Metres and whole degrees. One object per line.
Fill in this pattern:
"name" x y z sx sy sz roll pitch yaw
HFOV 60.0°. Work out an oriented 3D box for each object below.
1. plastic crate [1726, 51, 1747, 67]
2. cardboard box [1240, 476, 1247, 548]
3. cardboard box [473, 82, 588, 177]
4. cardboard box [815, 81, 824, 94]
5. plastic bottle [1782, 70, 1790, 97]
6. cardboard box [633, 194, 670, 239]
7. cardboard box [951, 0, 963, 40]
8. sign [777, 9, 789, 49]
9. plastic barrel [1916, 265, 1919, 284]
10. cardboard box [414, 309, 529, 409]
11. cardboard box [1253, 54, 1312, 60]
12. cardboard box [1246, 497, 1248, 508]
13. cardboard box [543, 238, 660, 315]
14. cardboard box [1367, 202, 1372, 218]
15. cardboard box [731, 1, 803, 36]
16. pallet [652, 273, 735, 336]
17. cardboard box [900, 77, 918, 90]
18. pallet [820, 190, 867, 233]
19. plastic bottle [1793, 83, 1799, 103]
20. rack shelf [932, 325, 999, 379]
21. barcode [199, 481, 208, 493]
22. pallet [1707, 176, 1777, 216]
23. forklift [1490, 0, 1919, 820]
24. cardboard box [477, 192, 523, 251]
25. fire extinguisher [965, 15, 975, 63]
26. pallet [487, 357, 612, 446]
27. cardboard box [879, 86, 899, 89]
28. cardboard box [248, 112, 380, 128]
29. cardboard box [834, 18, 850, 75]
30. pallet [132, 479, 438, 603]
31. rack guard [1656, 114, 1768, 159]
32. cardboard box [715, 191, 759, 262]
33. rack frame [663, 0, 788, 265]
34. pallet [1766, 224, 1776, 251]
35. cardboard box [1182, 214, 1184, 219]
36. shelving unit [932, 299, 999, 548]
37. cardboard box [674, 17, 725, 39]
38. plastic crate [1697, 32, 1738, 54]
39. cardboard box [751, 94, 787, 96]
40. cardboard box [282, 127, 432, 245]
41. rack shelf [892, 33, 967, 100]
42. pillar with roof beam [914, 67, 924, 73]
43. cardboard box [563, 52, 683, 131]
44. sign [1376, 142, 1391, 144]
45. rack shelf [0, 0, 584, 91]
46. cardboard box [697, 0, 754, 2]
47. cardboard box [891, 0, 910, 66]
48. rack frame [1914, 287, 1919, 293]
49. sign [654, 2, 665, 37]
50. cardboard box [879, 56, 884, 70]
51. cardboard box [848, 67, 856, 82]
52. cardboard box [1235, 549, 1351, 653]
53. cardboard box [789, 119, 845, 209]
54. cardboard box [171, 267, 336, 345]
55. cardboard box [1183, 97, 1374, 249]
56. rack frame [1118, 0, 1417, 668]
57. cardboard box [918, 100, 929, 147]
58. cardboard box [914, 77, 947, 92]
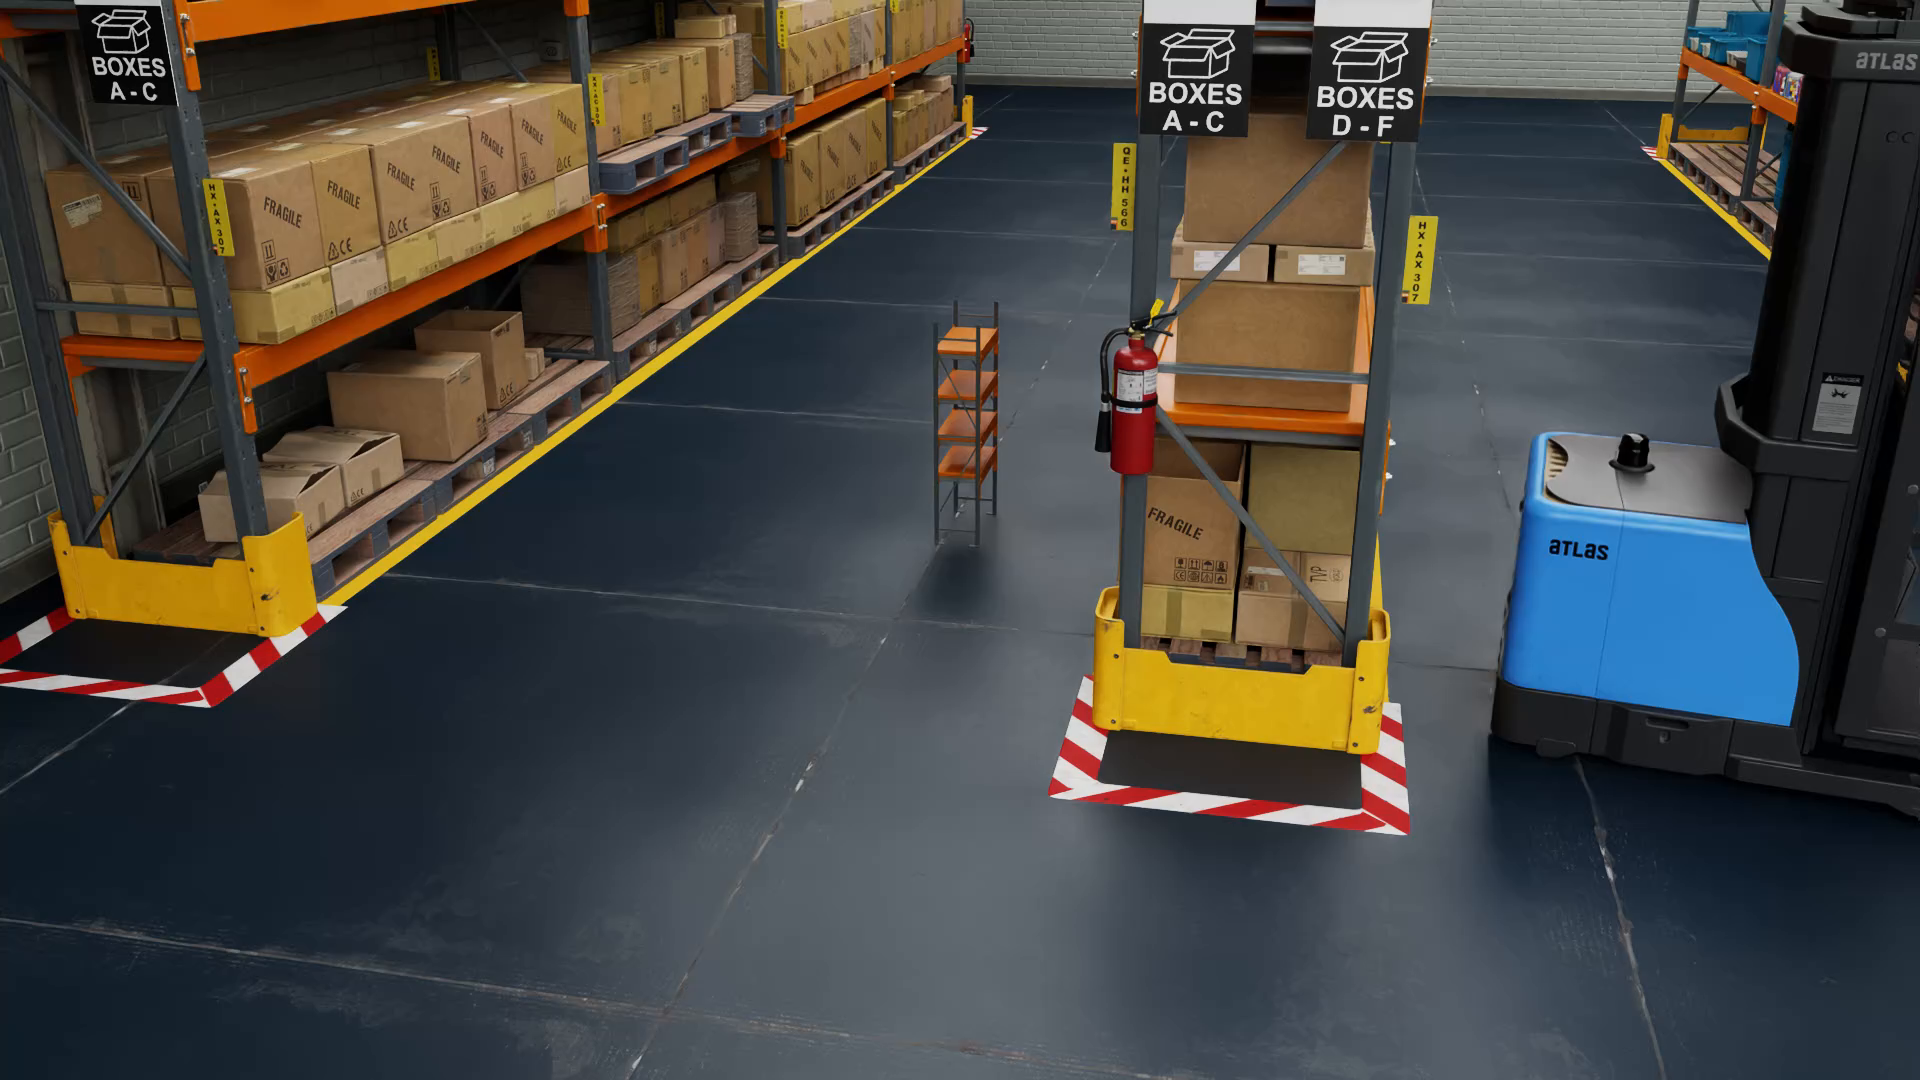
"plastic crate" 8.511 -5.213 18.055 0.293 0.136 0.466 4 22 11
"cardboard box" 1.164 -0.143 8.312 0.500 0.250 0.500 4 22 11
"cardboard box" -2.674 -2.568 10.386 0.500 0.500 0.500 4 22 11
"cardboard box" -1.535 -4.408 16.094 0.380 0.149 0.250 5 22 12
"plastic bottle" 7.905 -4.359 15.833 0.097 0.271 0.097 0 22 0
"cardboard box" -2.558 -2.492 12.779 0.500 0.250 0.500 4 22 9
"cardboard box" -0.526 -6.818 21.365 0.980 0.700 0.700 5 23 13
"sign" -1.531 -4.403 14.326 0.100 0.325 0.005 4 22 11
"plastic barrel" 7.717 -2.553 13.521 0.600 0.830 0.708 4 22 11
"cardboard box" -3.053 -1.139 10.424 0.500 0.500 0.500 3 22 7
"cardboard box" 1.680 -2.218 8.476 0.700 0.500 0.500 4 22 11
"cardboard box" 1.670 -0.451 8.074 0.500 0.500 0.500 4 22 11
"cardboard box" -2.691 -1.985 12.524 0.700 0.500 0.500 4 22 10
"cardboard box" 1.601 -1.392 7.294 0.380 0.149 0.250 4 22 10
"cardboard box" -1.714 -4.639 14.793 0.500 0.250 0.500 5 22 12
"pallet" -2.477 -1.916 13.329 1.003 0.211 1.213 4 22 11
"cardboard box" -0.750 -5.814 21.190 0.380 0.149 0.250 5 22 11
"pallet" -1.579 -3.374 16.949 1.003 0.211 1.213 4 22 11
"plastic bottle" 7.818 -4.170 15.459 0.097 0.201 0.097 0 22 0
"rack shelf" 0.034 -0.982 8.633 0.258 0.148 0.480 4 22 11
"barcode" -3.856 -0.259 8.479 0.001 0.075 0.075 4 22 11
"pallet" 8.562 -3.626 17.575 1.003 0.211 1.213 4 22 11
"forklift" 3.727 -0.490 6.147 3.031 2.935 1.130 8 23 18
"cardboard box" -2.878 -1.854 9.616 0.500 0.250 0.500 4 22 11
"fire extinguisher" 0.050 -6.677 22.020 0.296 0.674 0.183 4 22 11
"pallet" -2.983 -0.935 10.894 1.003 0.211 1.213 4 22 11
"cardboard box" -0.956 -5.443 20.269 0.380 0.149 0.250 4 22 10
"cardboard box" -3.492 -2.047 9.092 0.500 0.500 0.500 5 22 12
"cardboard box" -1.398 -4.855 16.335 0.500 0.500 0.500 5 22 12
"pallet" -3.481 -0.043 8.678 1.003 0.211 1.213 4 22 11
"rack guard" 9.259 -4.961 20.502 1.175 0.500 0.348 4 22 11
"cardboard box" -2.160 -2.717 14.343 0.700 0.500 0.500 5 22 12
"rack frame" -2.065 -3.940 14.622 1.000 3.000 0.127 4 22 11
"pallet" 8.005 -2.628 15.096 1.003 0.211 1.213 4 22 11
"cardboard box" 1.149 -1.329 7.136 0.380 0.149 0.250 4 22 10
"shelving unit" 0.034 -0.617 8.780 0.258 1.200 0.503 4 22 11
"cardboard box" -2.157 -4.244 13.786 0.380 0.149 0.250 1 22 2
"plastic crate" 8.759 -5.755 19.272 0.416 0.233 0.300 4 22 11
"cardboard box" -1.771 -3.936 14.920 0.380 0.149 0.250 4 22 10
"cardboard box" -3.083 -1.822 8.533 0.500 0.500 0.500 4 22 9
"rack shelf" -0.840 -5.801 20.205 1.077 0.370 4.000 4 22 11
"pillar with roof beam" 3.486 -10.374 22.566 9.100 9.000 0.400 4 22 11
"cardboard box" -2.519 -3.358 12.454 0.700 0.500 0.500 8 23 18
"sign" 2.513 -2.498 9.775 0.100 0.325 0.005 4 22 11
"rack shelf" -3.289 -2.804 8.747 1.077 0.370 4.000 4 22 11
"cardboard box" -2.117 -4.856 15.334 0.500 0.250 0.500 4 22 9
"cardboard box" -1.122 -5.739 18.688 0.980 0.700 0.700 5 22 12
"rack frame" 7.634 -3.185 12.747 1.000 3.000 0.127 4 22 11
"sign" -2.609 -4.518 14.507 0.100 0.325 0.005 4 22 11
"cardboard box" -1.040 -5.151 17.937 0.380 0.149 0.250 5 22 11
"cardboard box" -1.277 -4.780 17.016 0.380 0.149 0.250 4 22 11
"cardboard box" 1.480 0.263 7.303 0.500 0.250 0.500 4 22 11
"cardboard box" -1.601 -3.717 16.382 0.750 0.750 0.750 4 22 11
"cardboard box" -3.287 -1.108 7.764 0.500 0.250 0.500 4 22 9
"cardboard box" 1.272 -1.475 6.631 0.700 0.500 0.500 5 22 11
"rack frame" 1.153 -0.638 6.423 1.000 3.000 0.127 4 22 11
"cardboard box" -0.783 -5.075 20.223 0.700 0.500 0.500 5 22 12
"cardboard box" -0.376 -5.784 21.116 0.380 0.149 0.250 5 22 12
